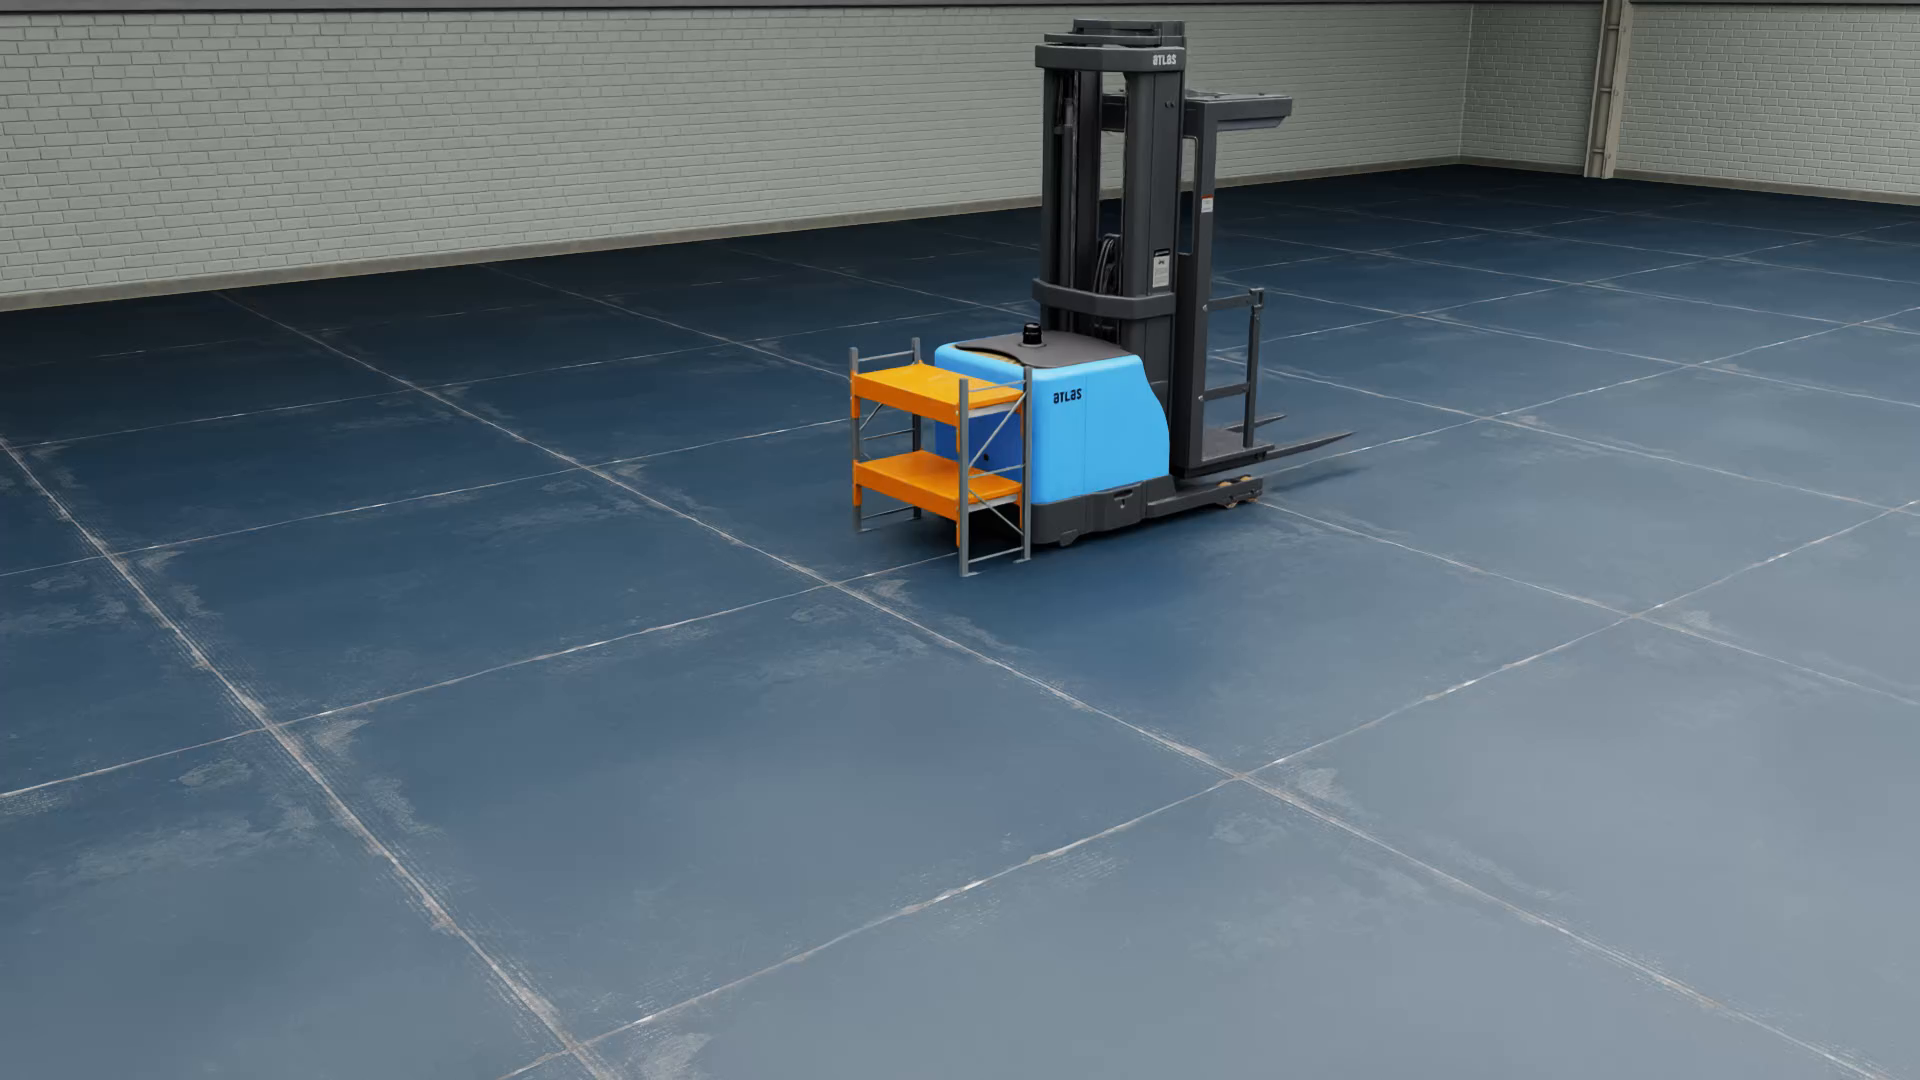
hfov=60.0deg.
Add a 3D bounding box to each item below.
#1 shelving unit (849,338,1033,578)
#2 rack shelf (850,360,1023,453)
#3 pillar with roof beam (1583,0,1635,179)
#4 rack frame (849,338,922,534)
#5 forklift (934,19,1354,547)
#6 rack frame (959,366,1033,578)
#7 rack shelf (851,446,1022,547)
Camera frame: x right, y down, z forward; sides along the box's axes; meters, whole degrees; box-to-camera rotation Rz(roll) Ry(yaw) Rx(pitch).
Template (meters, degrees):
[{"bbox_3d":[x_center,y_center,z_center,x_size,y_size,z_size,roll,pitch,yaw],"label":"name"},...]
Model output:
[{"bbox_3d":[-0.122,-0.499,9.581,0.538,1.125,1.048,-14,23,-37],"label":"shelving unit"},{"bbox_3d":[-0.122,-0.777,9.489,0.538,0.278,1.000,-14,23,-37],"label":"rack shelf"},{"bbox_3d":[7.721,-9.735,24.946,9.100,9.000,0.400,-14,23,-36],"label":"pillar with roof beam"},{"bbox_3d":[-0.442,-0.624,9.956,0.500,1.125,0.032,-14,23,-37],"label":"rack frame"},{"bbox_3d":[1.305,-1.708,10.356,3.031,2.935,1.130,-14,23,-36],"label":"forklift"},{"bbox_3d":[0.197,-0.375,9.205,0.500,1.125,0.032,-14,23,-37],"label":"rack frame"},{"bbox_3d":[-0.122,-0.267,9.658,0.538,0.278,1.000,-14,23,-37],"label":"rack shelf"}]
